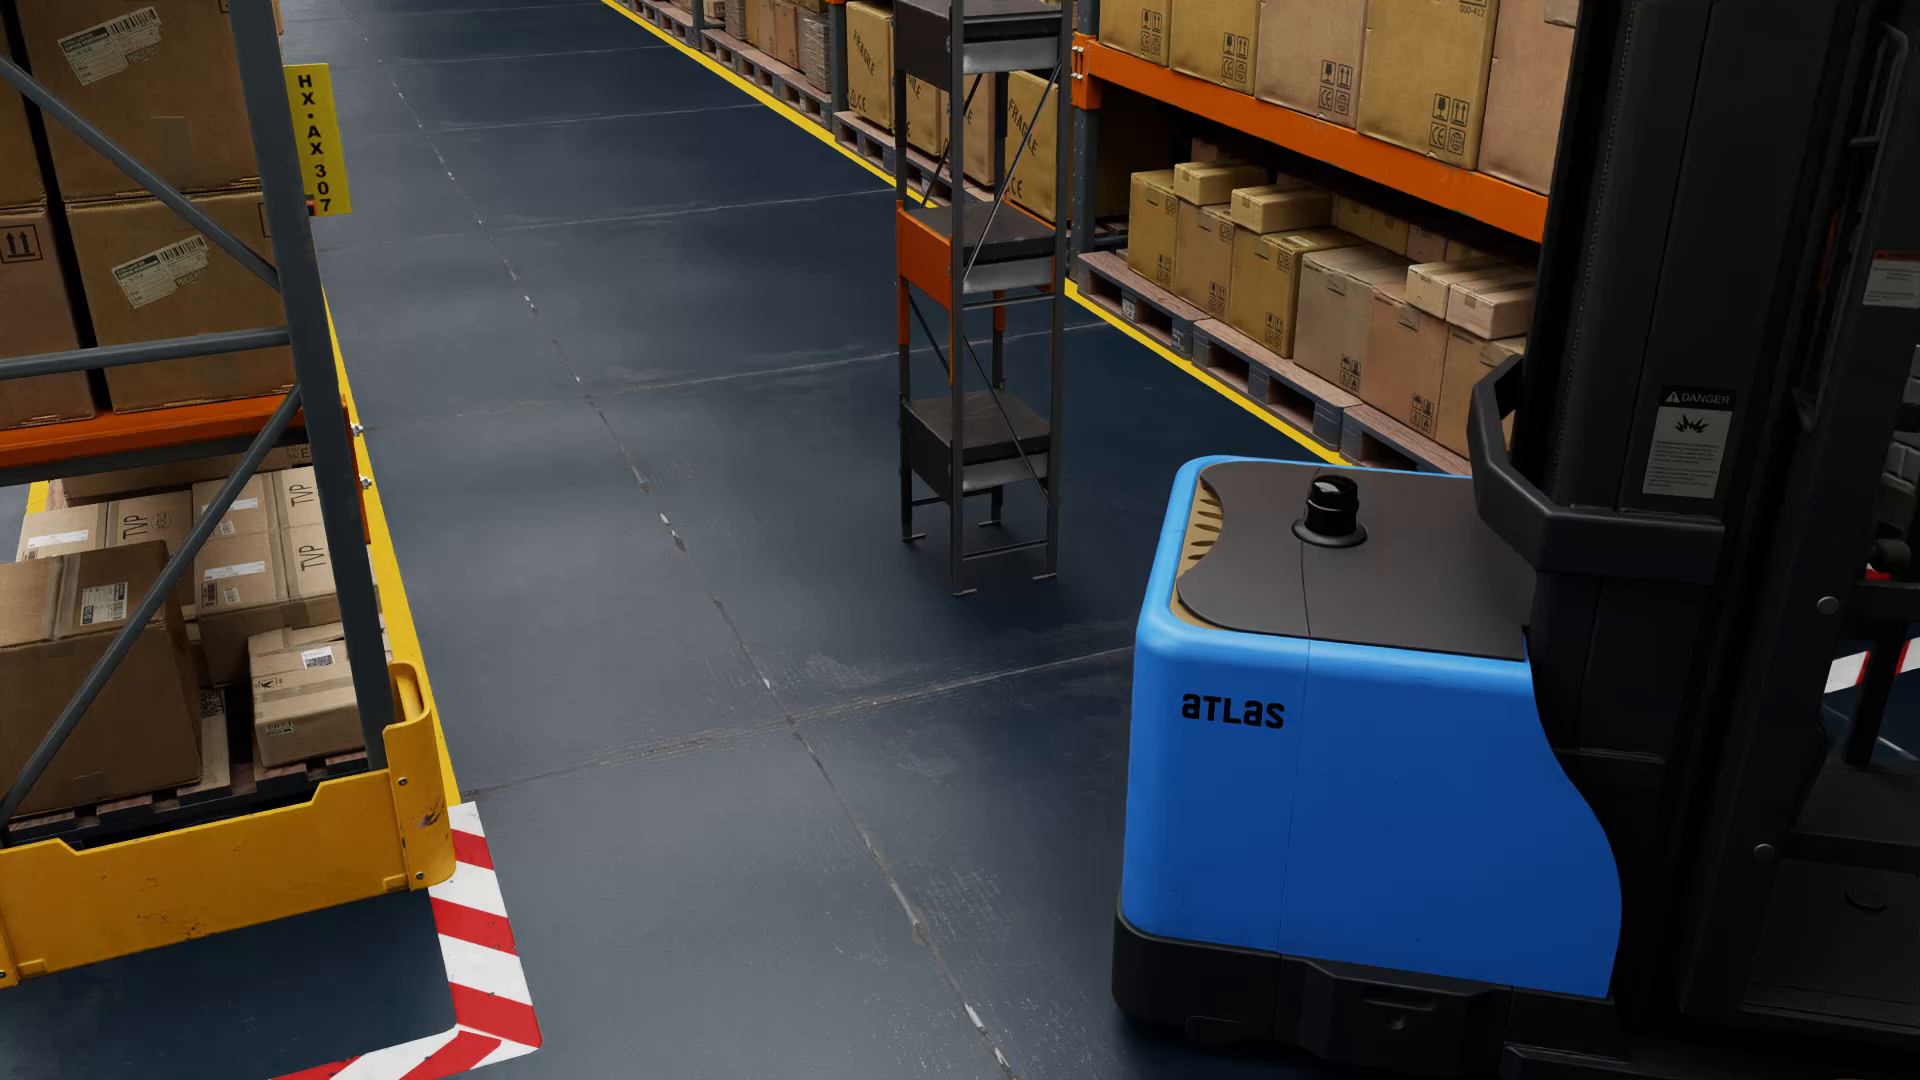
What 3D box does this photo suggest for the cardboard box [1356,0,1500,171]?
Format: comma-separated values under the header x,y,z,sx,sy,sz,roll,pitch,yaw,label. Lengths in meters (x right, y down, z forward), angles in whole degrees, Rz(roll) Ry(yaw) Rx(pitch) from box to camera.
x,y,z,sx,sy,sz,roll,pitch,yaw,label
2.150,-1.870,6.319,0.980,0.700,0.700,-11,28,-21,cardboard box

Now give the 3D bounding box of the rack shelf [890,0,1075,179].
x,y,z,sx,sy,sz,roll,pitch,yaw,label
0.065,-1.493,5.351,0.431,0.518,0.480,-11,28,-21,rack shelf

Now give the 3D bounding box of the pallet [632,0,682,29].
x,y,z,sx,sy,sz,roll,pitch,yaw,label
-2.822,-5.589,17.456,1.003,0.211,1.213,-11,28,-21,pallet

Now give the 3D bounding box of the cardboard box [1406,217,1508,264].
x,y,z,sx,sy,sz,roll,pitch,yaw,label
2.124,-1.253,7.029,0.380,0.149,0.250,-10,28,-20,cardboard box

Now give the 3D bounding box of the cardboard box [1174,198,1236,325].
x,y,z,sx,sy,sz,roll,pitch,yaw,label
1.480,-1.396,8.062,0.700,0.500,0.500,-11,28,-21,cardboard box

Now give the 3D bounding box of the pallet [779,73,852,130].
x,y,z,sx,sy,sz,roll,pitch,yaw,label
-0.783,-3.531,13.242,1.003,0.211,1.213,-11,28,-21,pallet

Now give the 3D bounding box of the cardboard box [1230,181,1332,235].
x,y,z,sx,sy,sz,roll,pitch,yaw,label
1.457,-1.511,7.557,0.380,0.149,0.250,-11,28,-22,cardboard box

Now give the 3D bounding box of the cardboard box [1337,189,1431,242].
x,y,z,sx,sy,sz,roll,pitch,yaw,label
1.924,-1.459,7.451,0.380,0.149,0.250,-11,28,-22,cardboard box

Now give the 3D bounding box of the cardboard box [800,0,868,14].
x,y,z,sx,sy,sz,roll,pitch,yaw,label
-0.974,-4.403,13.341,0.500,0.250,0.500,-10,28,-20,cardboard box

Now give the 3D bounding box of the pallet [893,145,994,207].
x,y,z,sx,sy,sz,roll,pitch,yaw,label
0.235,-2.393,10.910,1.003,0.211,1.213,-11,28,-21,pallet

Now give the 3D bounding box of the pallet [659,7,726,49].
x,y,z,sx,sy,sz,roll,pitch,yaw,label
-2.341,-5.096,16.446,1.003,0.211,1.213,-11,28,-21,pallet

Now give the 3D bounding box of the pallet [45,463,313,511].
x,y,z,sx,sy,sz,roll,pitch,yaw,label
-2.719,0.023,5.963,1.003,0.211,1.213,-11,28,-21,pallet

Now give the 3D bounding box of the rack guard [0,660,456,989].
x,y,z,sx,sy,sz,roll,pitch,yaw,label
-1.932,0.706,4.234,1.175,0.500,0.348,-11,28,-21,rack guard

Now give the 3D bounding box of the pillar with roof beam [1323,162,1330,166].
x,y,z,sx,sy,sz,roll,pitch,yaw,label
-1.803,-4.676,5.571,9.100,9.000,0.400,-11,28,-21,pillar with roof beam

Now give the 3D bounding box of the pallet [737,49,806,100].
x,y,z,sx,sy,sz,roll,pitch,yaw,label
-1.257,-4.023,14.249,1.003,0.211,1.213,-11,28,-21,pallet

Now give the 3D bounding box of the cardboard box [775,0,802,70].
x,y,z,sx,sy,sz,roll,pitch,yaw,label
-1.124,-4.249,13.880,0.700,0.500,0.500,-11,28,-21,cardboard box

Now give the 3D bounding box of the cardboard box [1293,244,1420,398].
x,y,z,sx,sy,sz,roll,pitch,yaw,label
1.895,-0.975,7.198,0.700,0.500,0.500,-12,28,-22,cardboard box

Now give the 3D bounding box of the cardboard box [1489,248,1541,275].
x,y,z,sx,sy,sz,roll,pitch,yaw,label
2.322,-1.050,6.612,0.380,0.149,0.250,-10,28,-20,cardboard box

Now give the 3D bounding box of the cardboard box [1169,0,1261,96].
x,y,z,sx,sy,sz,roll,pitch,yaw,label
1.566,-2.471,7.551,0.980,0.700,0.700,-11,28,-22,cardboard box

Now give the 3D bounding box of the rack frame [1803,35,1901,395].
x,y,z,sx,sy,sz,roll,pitch,yaw,label
2.654,-1.239,5.369,1.000,3.000,0.127,-11,28,-21,rack frame

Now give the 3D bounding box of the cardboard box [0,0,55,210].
x,y,z,sx,sy,sz,roll,pitch,yaw,label
-2.329,-1.013,3.653,0.500,0.500,0.500,-11,28,-21,cardboard box

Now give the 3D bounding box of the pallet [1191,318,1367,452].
x,y,z,sx,sy,sz,roll,pitch,yaw,label
1.795,-0.787,7.622,1.003,0.211,1.213,-11,28,-21,pallet

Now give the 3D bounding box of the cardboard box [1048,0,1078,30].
x,y,z,sx,sy,sz,roll,pitch,yaw,label
0.695,-2.838,8.907,0.380,0.149,0.250,-10,28,-20,cardboard box

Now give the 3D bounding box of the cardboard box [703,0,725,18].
x,y,z,sx,sy,sz,roll,pitch,yaw,label
-2.282,-5.219,16.248,0.380,0.166,0.250,-15,30,-27,cardboard box

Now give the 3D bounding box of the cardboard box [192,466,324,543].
x,y,z,sx,sy,sz,roll,pitch,yaw,label
-2.246,-0.021,5.506,0.500,0.250,0.500,-11,28,-21,cardboard box

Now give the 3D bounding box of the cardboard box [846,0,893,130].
x,y,z,sx,sy,sz,roll,pitch,yaw,label
-0.311,-3.372,11.709,0.750,0.750,0.750,-11,28,-21,cardboard box

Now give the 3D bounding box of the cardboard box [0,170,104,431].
x,y,z,sx,sy,sz,roll,pitch,yaw,label
-2.328,-0.565,3.875,0.500,0.500,0.500,-10,28,-19,cardboard box

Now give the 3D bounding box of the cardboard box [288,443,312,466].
x,y,z,sx,sy,sz,roll,pitch,yaw,label
-2.691,-0.507,6.432,0.500,0.311,0.500,-11,28,-21,cardboard box

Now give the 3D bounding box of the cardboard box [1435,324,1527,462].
x,y,z,sx,sy,sz,roll,pitch,yaw,label
2.288,-0.570,6.369,0.700,0.500,0.500,-11,28,-21,cardboard box

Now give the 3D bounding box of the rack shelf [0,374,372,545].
x,y,z,sx,sy,sz,roll,pitch,yaw,label
-2.685,-0.871,5.434,1.077,0.370,4.000,-11,28,-21,rack shelf

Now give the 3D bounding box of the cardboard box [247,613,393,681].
x,y,z,sx,sy,sz,roll,pitch,yaw,label
-1.848,0.360,4.822,0.380,0.166,0.250,-11,28,-21,cardboard box

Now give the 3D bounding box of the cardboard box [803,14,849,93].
x,y,z,sx,sy,sz,roll,pitch,yaw,label
-0.808,-3.825,13.013,0.700,0.500,0.500,-10,28,-20,cardboard box

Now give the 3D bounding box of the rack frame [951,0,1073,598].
x,y,z,sx,sy,sz,roll,pitch,yaw,label
0.160,-0.778,5.451,0.400,2.100,0.015,-11,28,-21,rack frame

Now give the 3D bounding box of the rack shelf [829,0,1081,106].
x,y,z,sx,sy,sz,roll,pitch,yaw,label
0.305,-3.338,10.488,1.077,0.370,4.000,-11,28,-21,rack shelf

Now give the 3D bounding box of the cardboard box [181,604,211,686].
x,y,z,sx,sy,sz,roll,pitch,yaw,label
-2.418,0.333,4.877,0.380,0.166,0.250,-11,28,-21,cardboard box

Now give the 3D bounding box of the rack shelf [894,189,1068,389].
x,y,z,sx,sy,sz,roll,pitch,yaw,label
0.065,-0.864,5.658,0.431,0.518,0.480,-11,28,-21,rack shelf

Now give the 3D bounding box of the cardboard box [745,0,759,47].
x,y,z,sx,sy,sz,roll,pitch,yaw,label
-1.493,-4.664,14.731,0.700,0.500,0.500,-11,28,-22,cardboard box

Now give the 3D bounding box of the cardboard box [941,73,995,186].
x,y,z,sx,sy,sz,roll,pitch,yaw,label
0.363,-2.675,10.281,0.750,0.750,0.750,-10,28,-19,cardboard box

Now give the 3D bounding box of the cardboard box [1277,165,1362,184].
x,y,z,sx,sy,sz,roll,pitch,yaw,label
1.724,-1.665,7.873,0.380,0.149,0.250,-12,28,-22,cardboard box

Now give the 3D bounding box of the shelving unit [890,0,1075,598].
x,y,z,sx,sy,sz,roll,pitch,yaw,label
0.065,-0.877,5.652,0.431,2.100,0.503,-11,28,-21,shelving unit

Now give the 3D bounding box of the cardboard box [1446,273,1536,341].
x,y,z,sx,sy,sz,roll,pitch,yaw,label
2.070,-0.882,6.269,0.380,0.149,0.250,-11,28,-21,cardboard box

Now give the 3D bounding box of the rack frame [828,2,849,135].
x,y,z,sx,sy,sz,roll,pitch,yaw,label
-0.479,-4.469,11.984,1.000,3.000,0.127,-11,28,-21,rack frame

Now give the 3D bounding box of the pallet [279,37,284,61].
x,y,z,sx,sy,sz,roll,pitch,yaw,label
-3.681,-2.256,7.671,1.003,0.211,1.213,-11,28,-21,pallet

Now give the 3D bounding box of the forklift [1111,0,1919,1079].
x,y,z,sx,sy,sz,roll,pitch,yaw,label
1.928,-0.236,3.393,3.031,2.935,1.130,6,27,11,forklift
